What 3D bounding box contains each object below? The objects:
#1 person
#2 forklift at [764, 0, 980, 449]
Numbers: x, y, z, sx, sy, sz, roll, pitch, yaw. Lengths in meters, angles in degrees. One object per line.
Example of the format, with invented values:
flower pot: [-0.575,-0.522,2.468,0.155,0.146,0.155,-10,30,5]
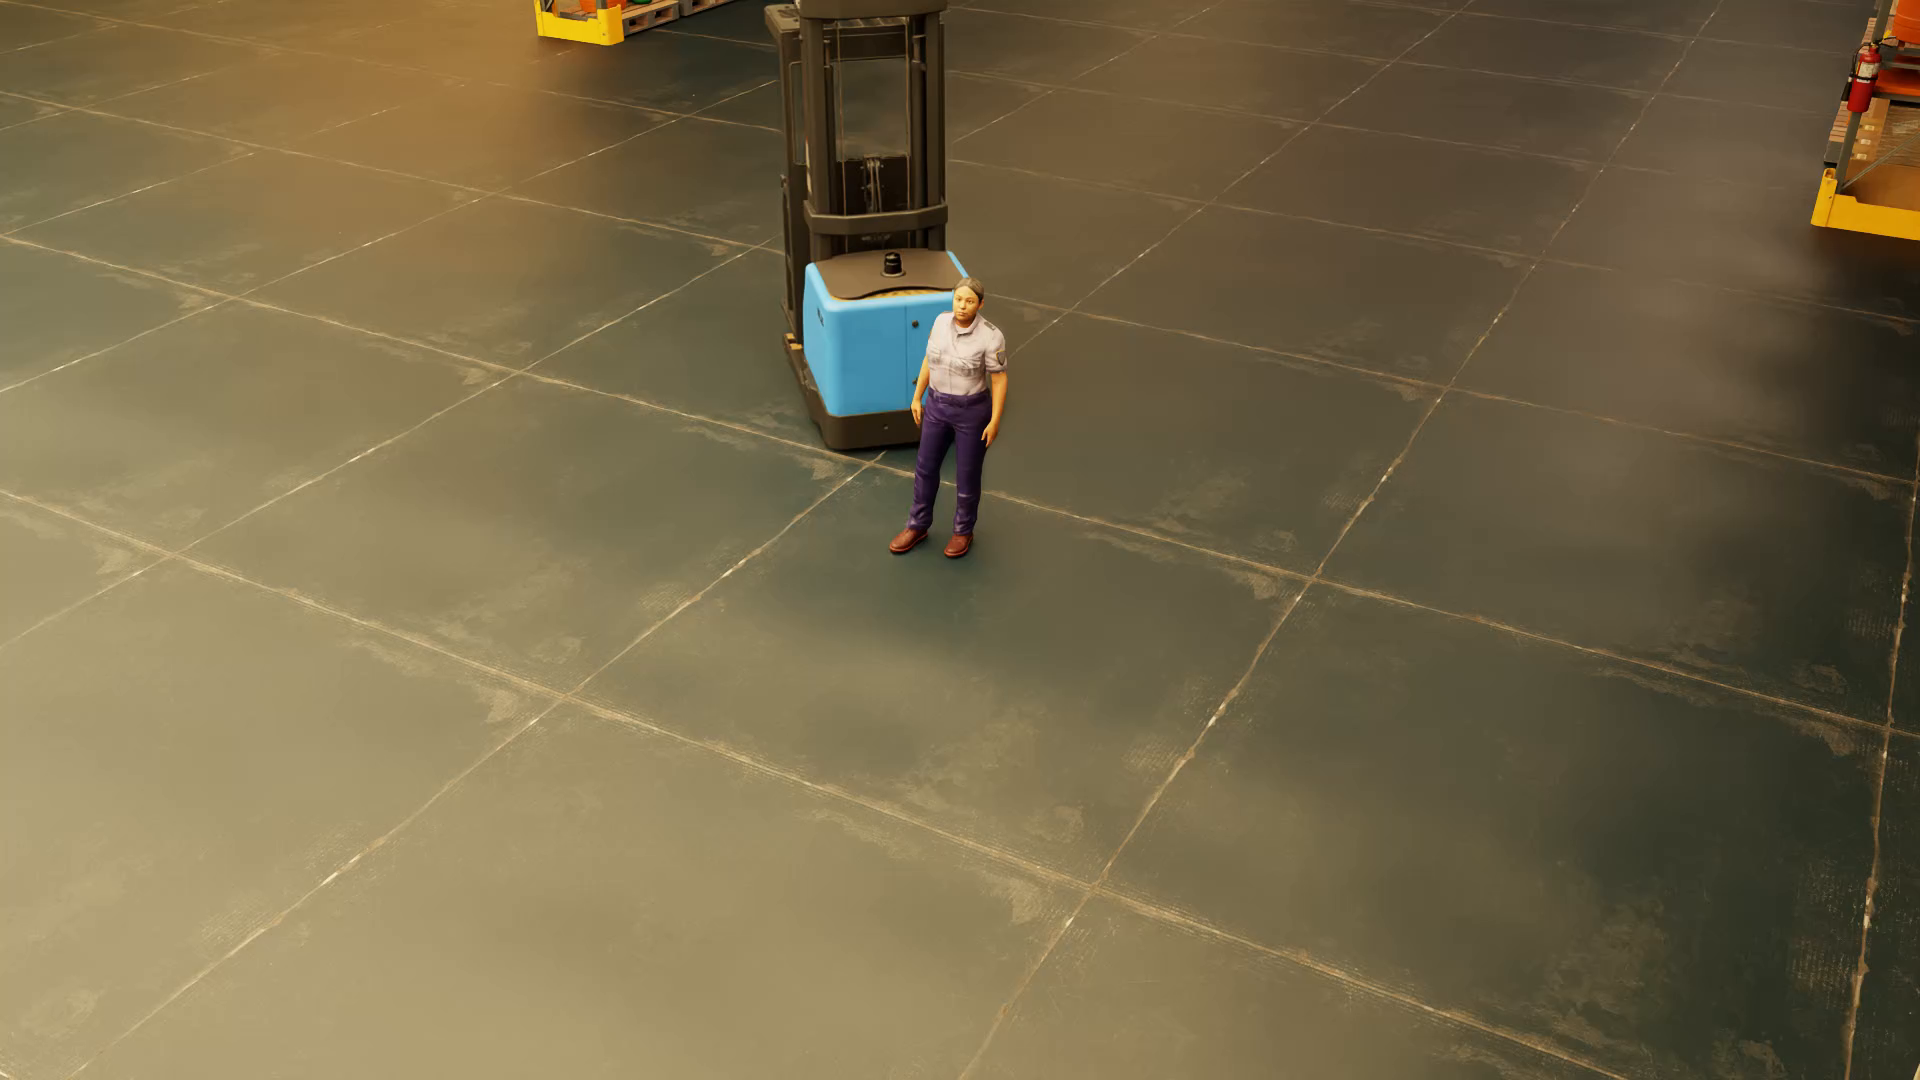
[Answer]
person: [-0.063,-0.686,9.529,0.599,1.650,0.503,15,33,25]
forklift: [-0.701,-2.585,11.550,1.130,2.935,3.031,-7,31,-12]
